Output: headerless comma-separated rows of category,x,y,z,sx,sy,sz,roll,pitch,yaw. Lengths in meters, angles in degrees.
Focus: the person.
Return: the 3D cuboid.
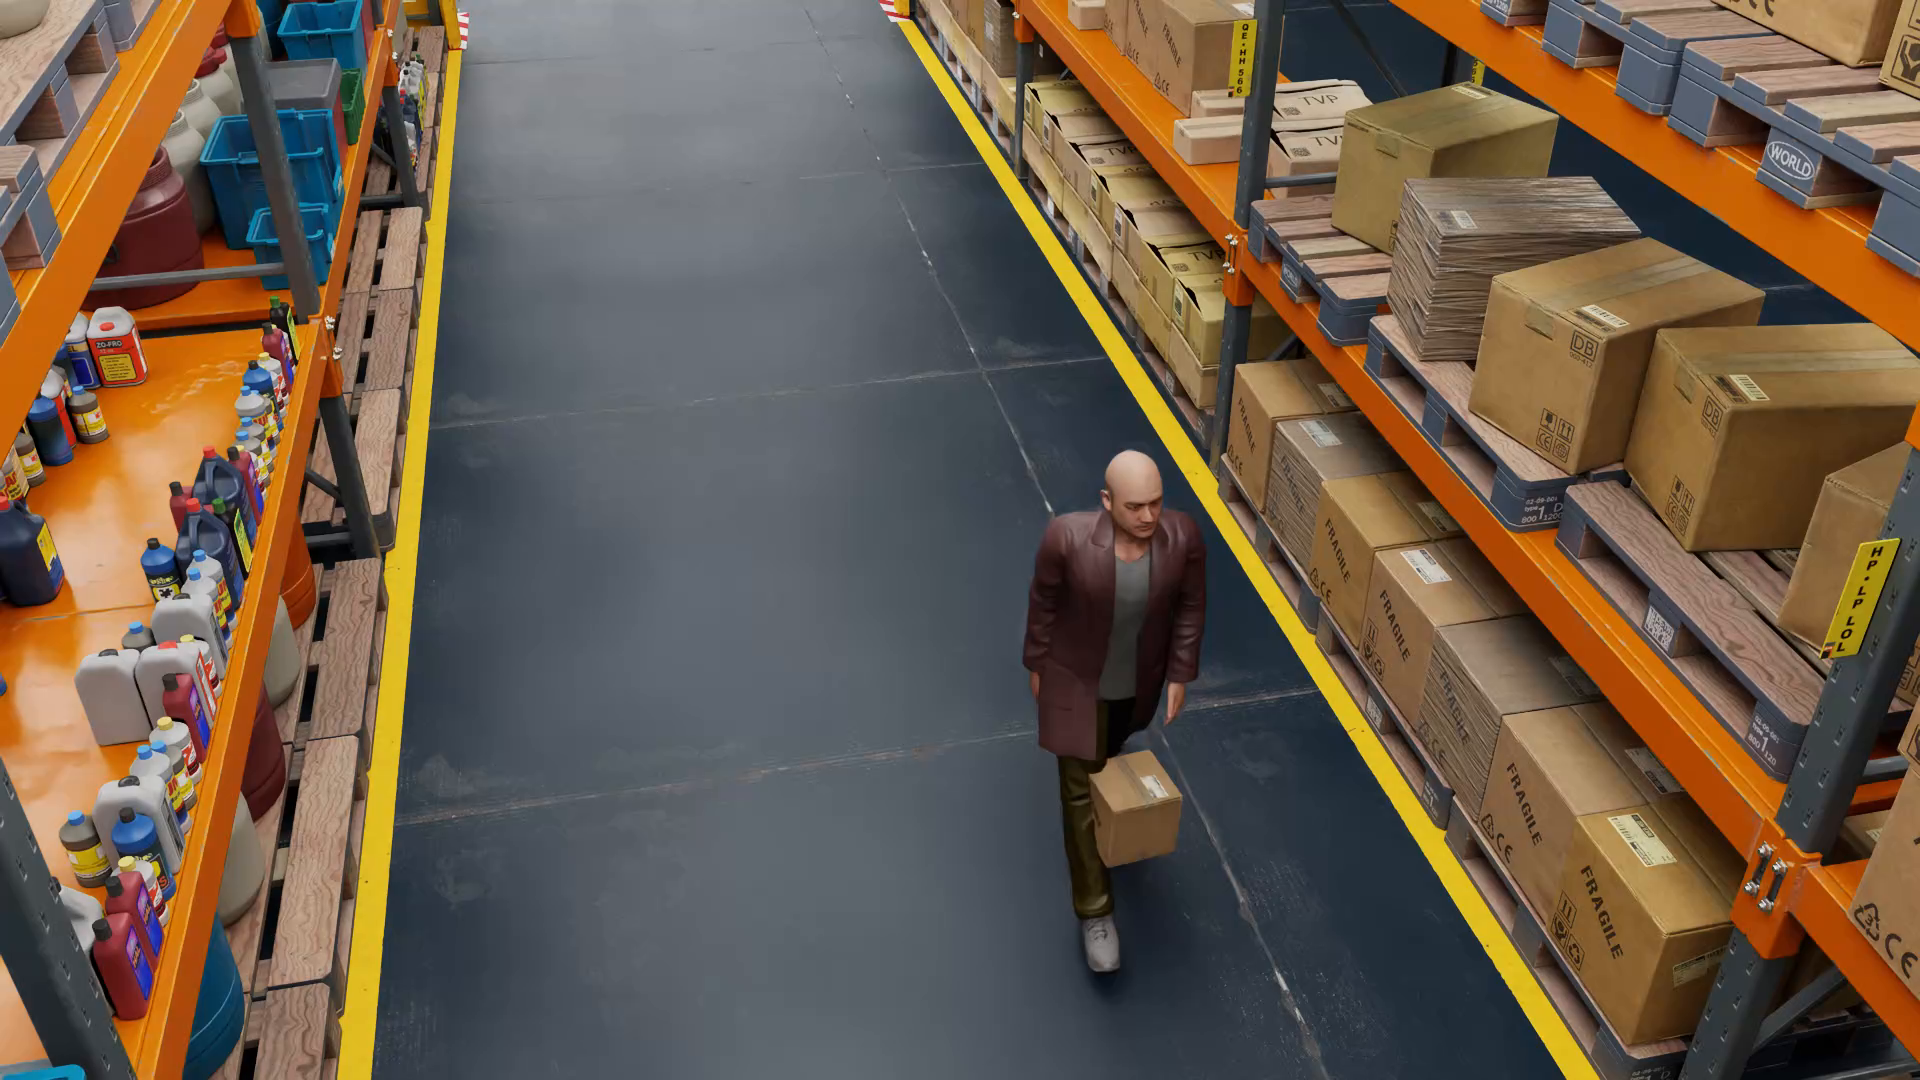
person,0.532,0.474,5.452,0.591,1.723,1.102,-8,35,-11
